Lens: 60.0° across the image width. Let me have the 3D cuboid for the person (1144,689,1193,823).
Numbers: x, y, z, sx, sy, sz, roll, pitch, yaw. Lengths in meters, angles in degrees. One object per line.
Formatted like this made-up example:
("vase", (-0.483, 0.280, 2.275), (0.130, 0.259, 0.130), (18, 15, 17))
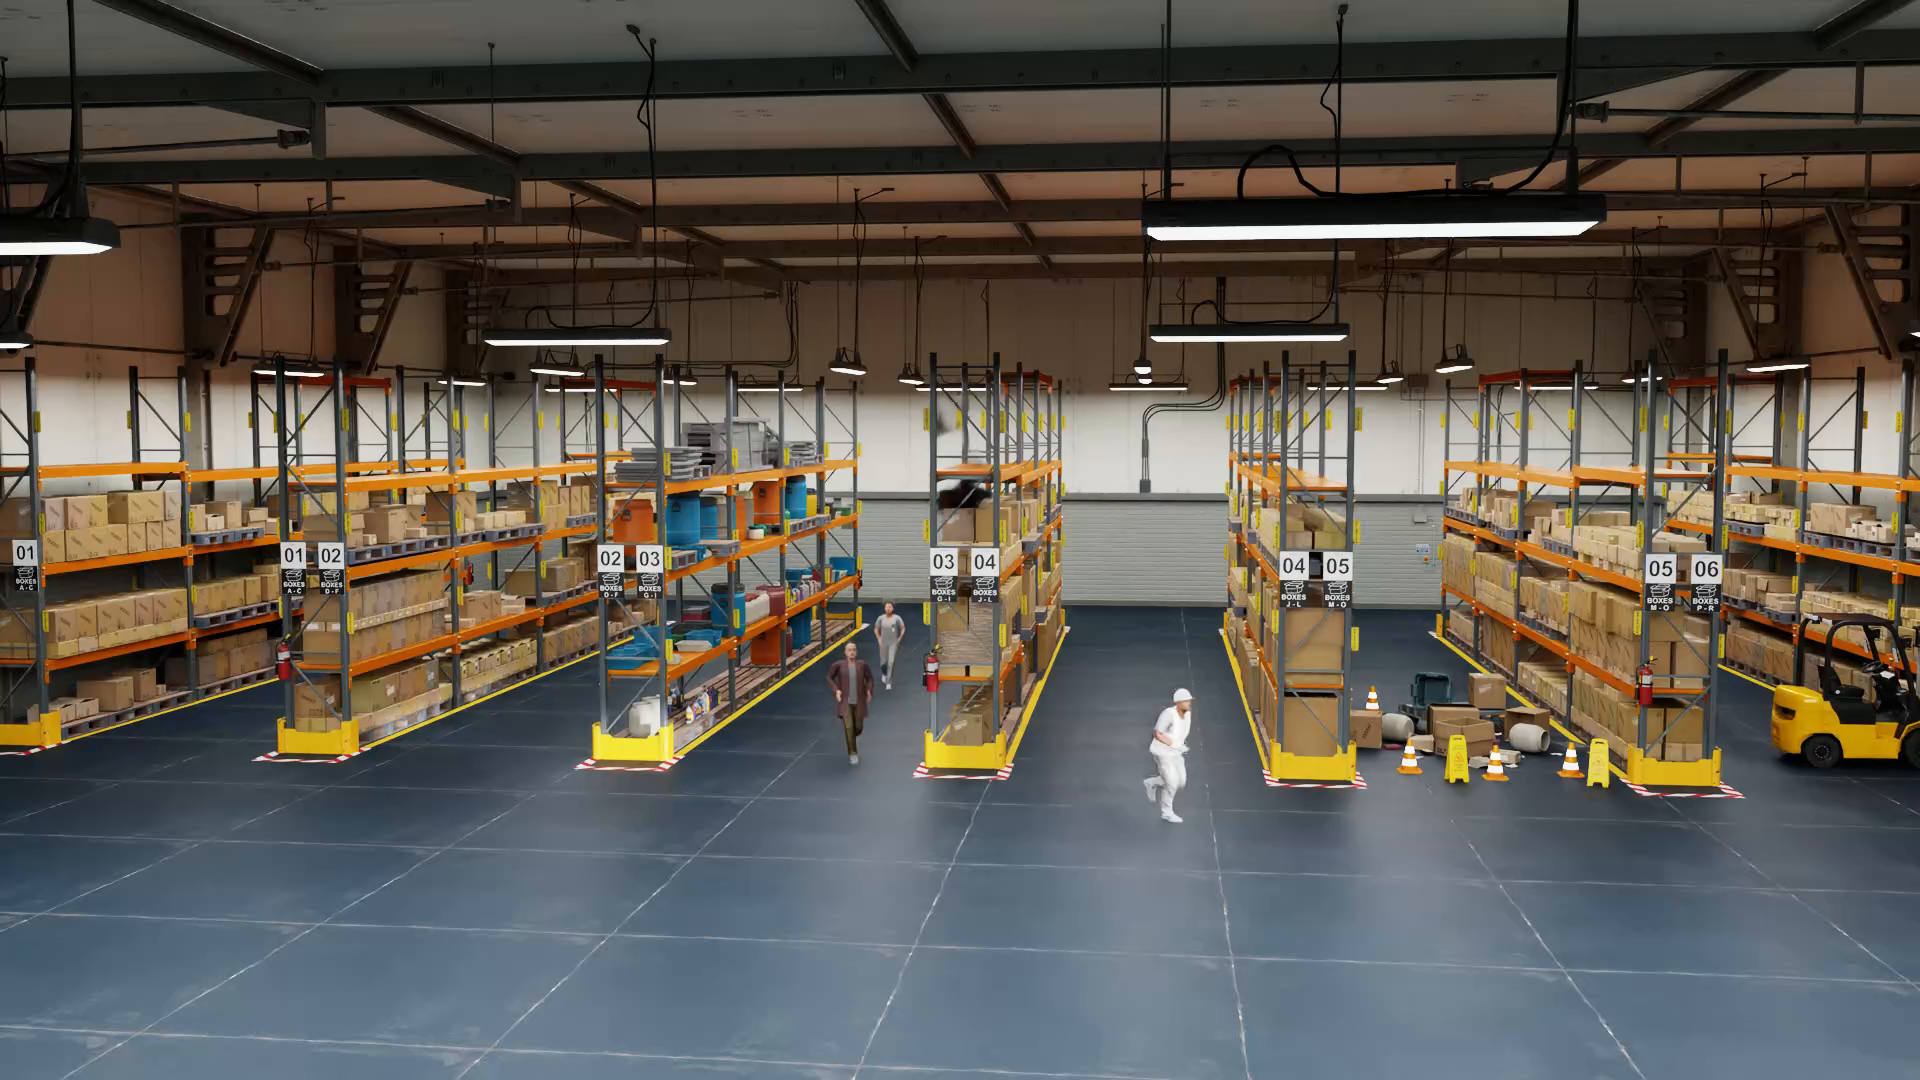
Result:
("person", (2.607, 2.692, 20.870), (0.675, 1.705, 0.769), (-4, 6, -43))

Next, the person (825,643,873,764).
("person", (-1.628, 2.495, 24.694), (0.712, 1.559, 0.803), (-1, 4, -12))

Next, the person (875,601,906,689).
("person", (-1.319, 1.969, 31.427), (0.585, 1.647, 0.605), (0, 4, 1))
